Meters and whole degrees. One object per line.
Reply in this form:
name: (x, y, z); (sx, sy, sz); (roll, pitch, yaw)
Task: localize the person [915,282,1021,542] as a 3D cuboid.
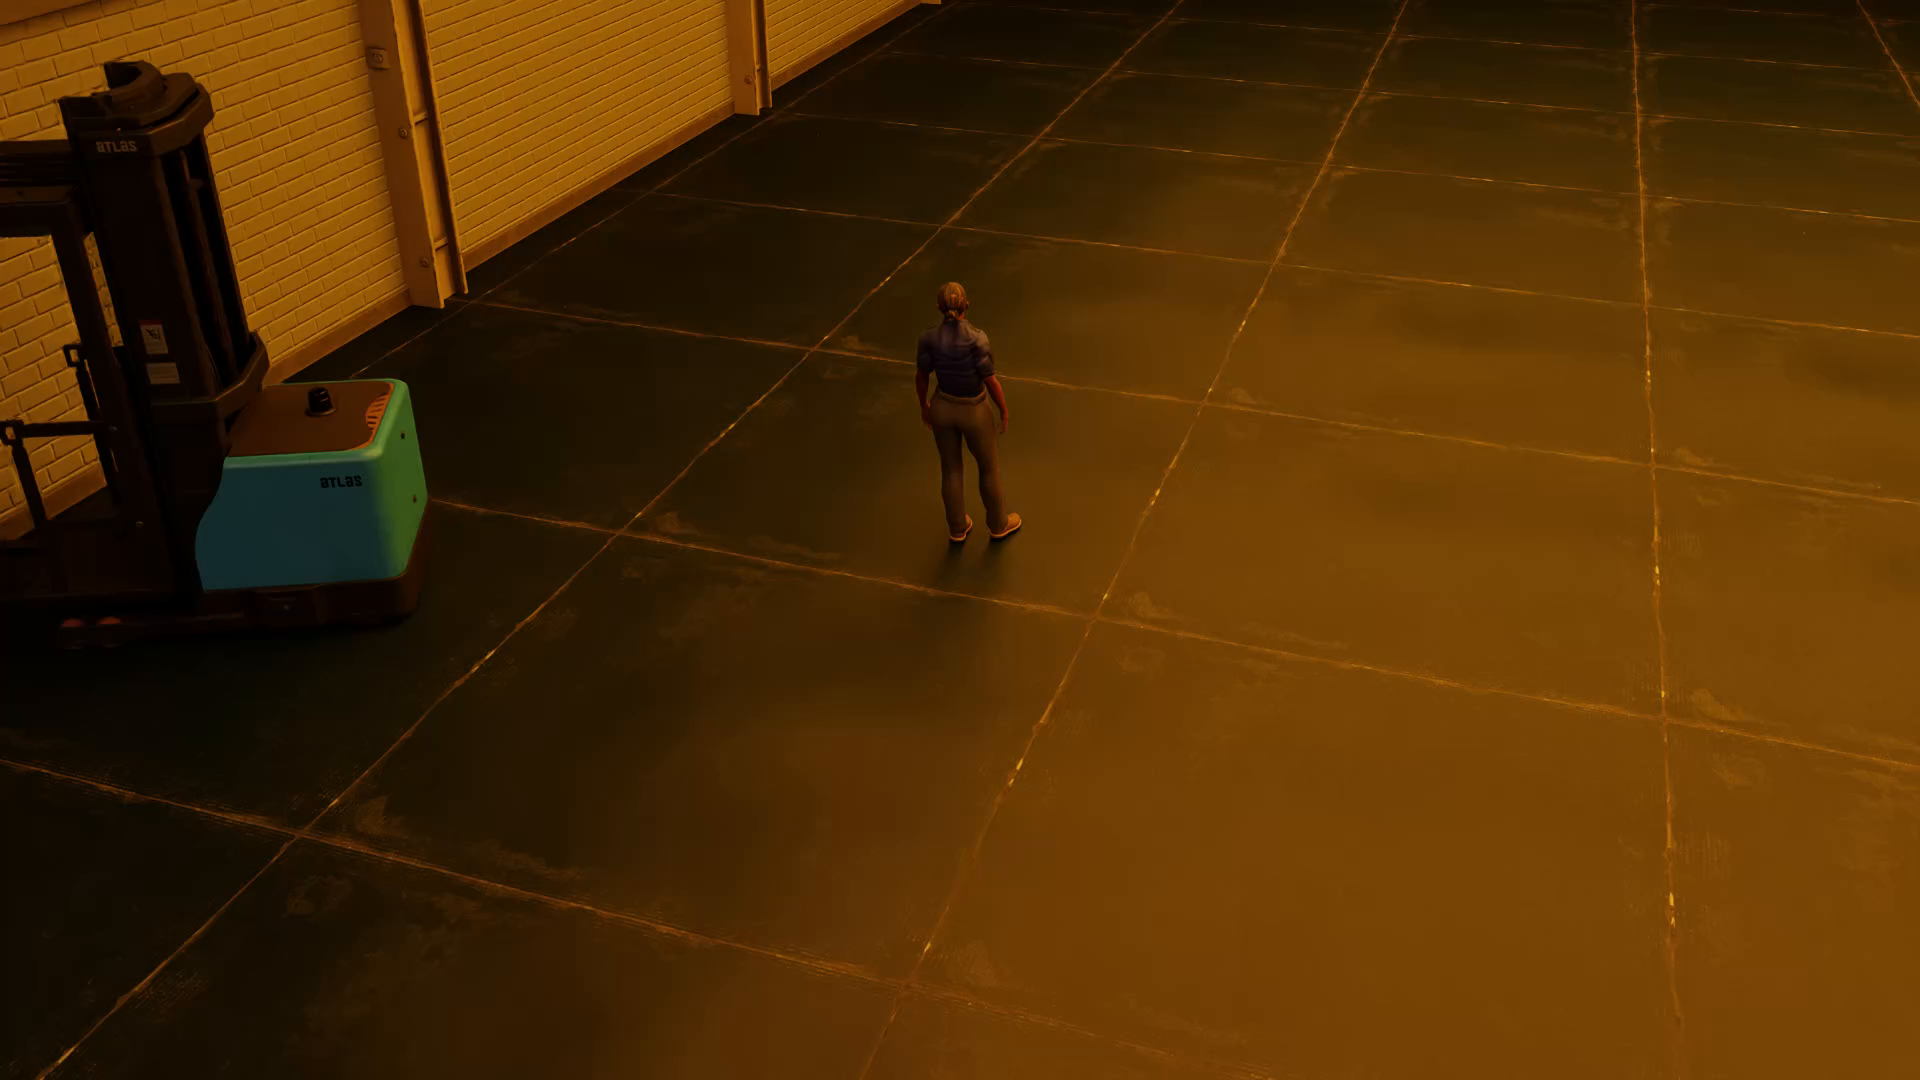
person: (0.047, -0.763, 9.749); (0.569, 1.656, 0.503); (10, 31, 16)

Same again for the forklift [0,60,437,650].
forklift: (-4.605, -0.952, 8.807); (3.031, 2.935, 1.130); (-4, 30, -6)
